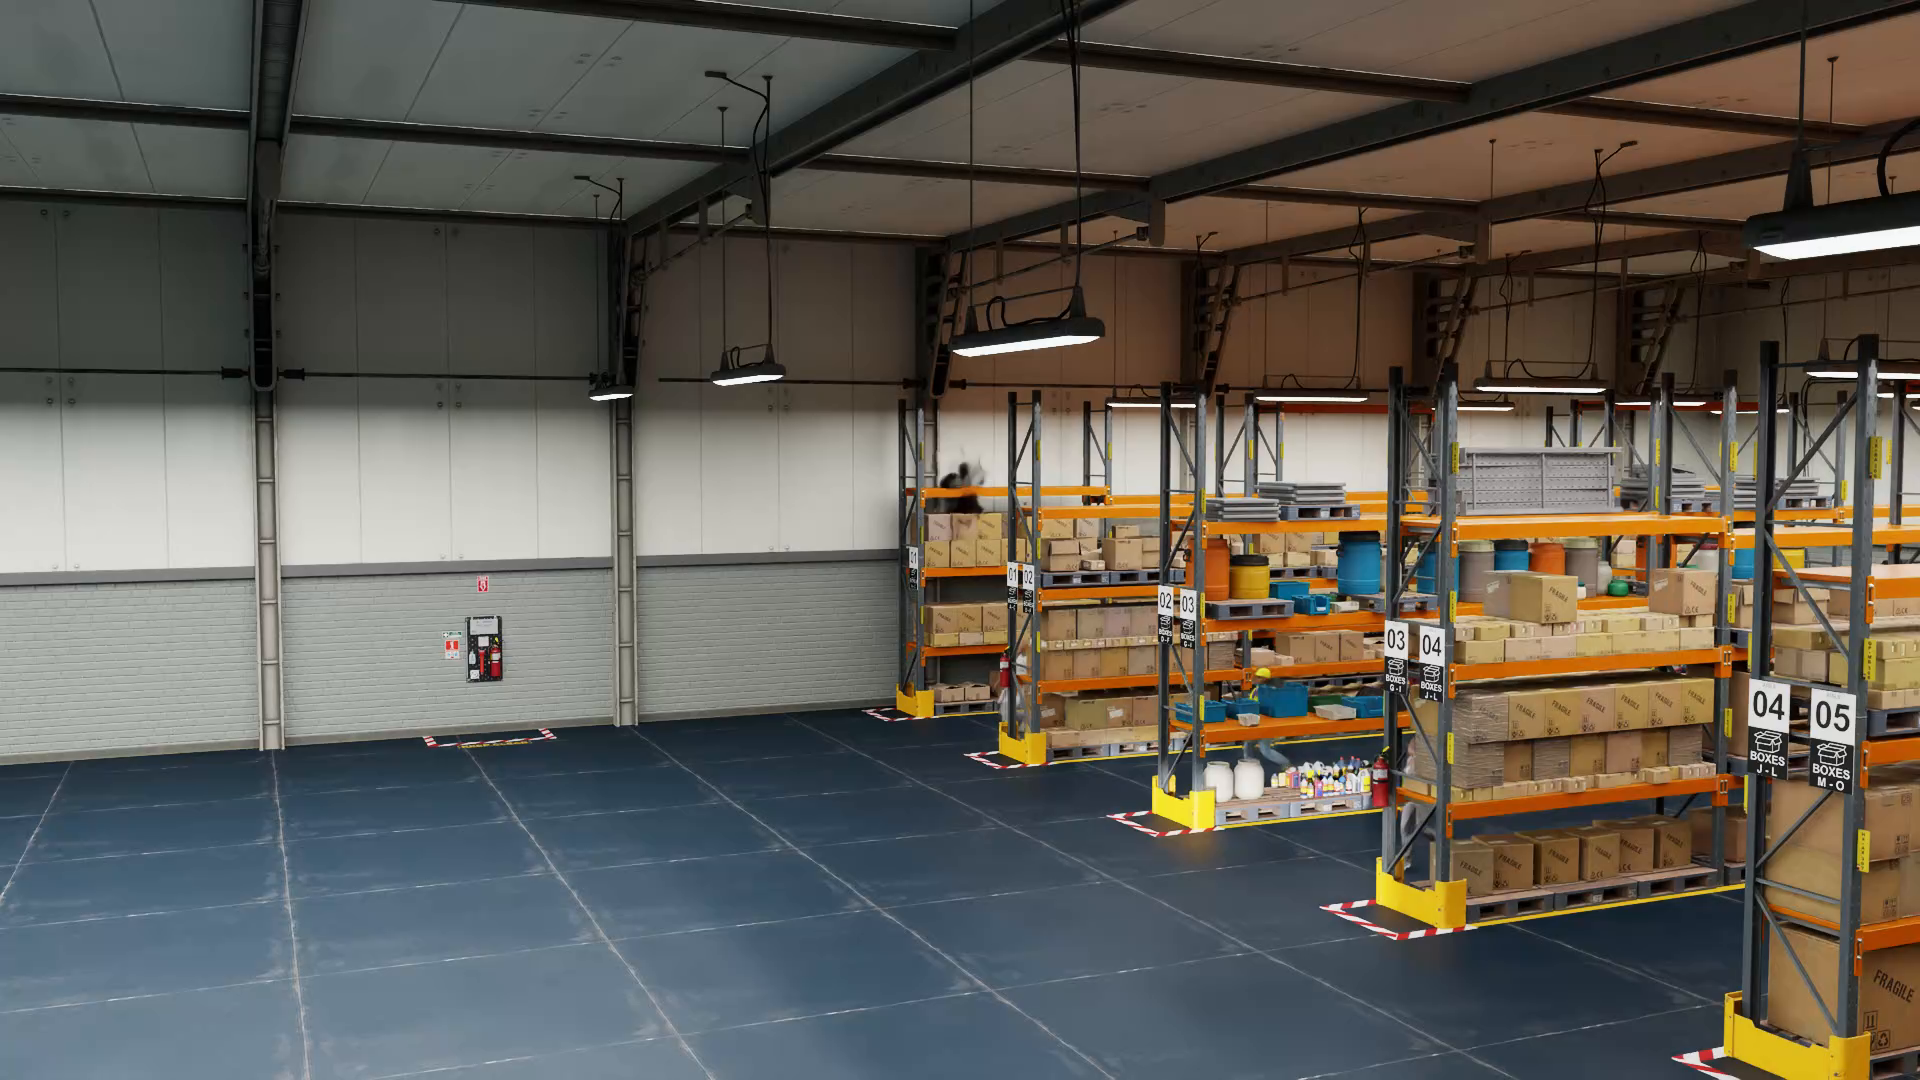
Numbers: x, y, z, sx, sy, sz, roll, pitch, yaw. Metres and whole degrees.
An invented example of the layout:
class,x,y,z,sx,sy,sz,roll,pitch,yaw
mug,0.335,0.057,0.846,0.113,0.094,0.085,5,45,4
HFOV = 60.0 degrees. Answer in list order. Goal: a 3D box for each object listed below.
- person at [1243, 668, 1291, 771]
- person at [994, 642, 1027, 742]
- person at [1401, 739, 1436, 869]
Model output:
class,x,y,z,sx,sy,sz,roll,pitch,yaw
person,4.552,2.801,25.129,0.963,1.747,0.710,-2,4,-26
person,0.940,2.719,28.716,0.778,1.512,0.685,-2,4,-33
person,5.575,3.192,20.115,0.802,1.604,0.528,-1,4,-23
